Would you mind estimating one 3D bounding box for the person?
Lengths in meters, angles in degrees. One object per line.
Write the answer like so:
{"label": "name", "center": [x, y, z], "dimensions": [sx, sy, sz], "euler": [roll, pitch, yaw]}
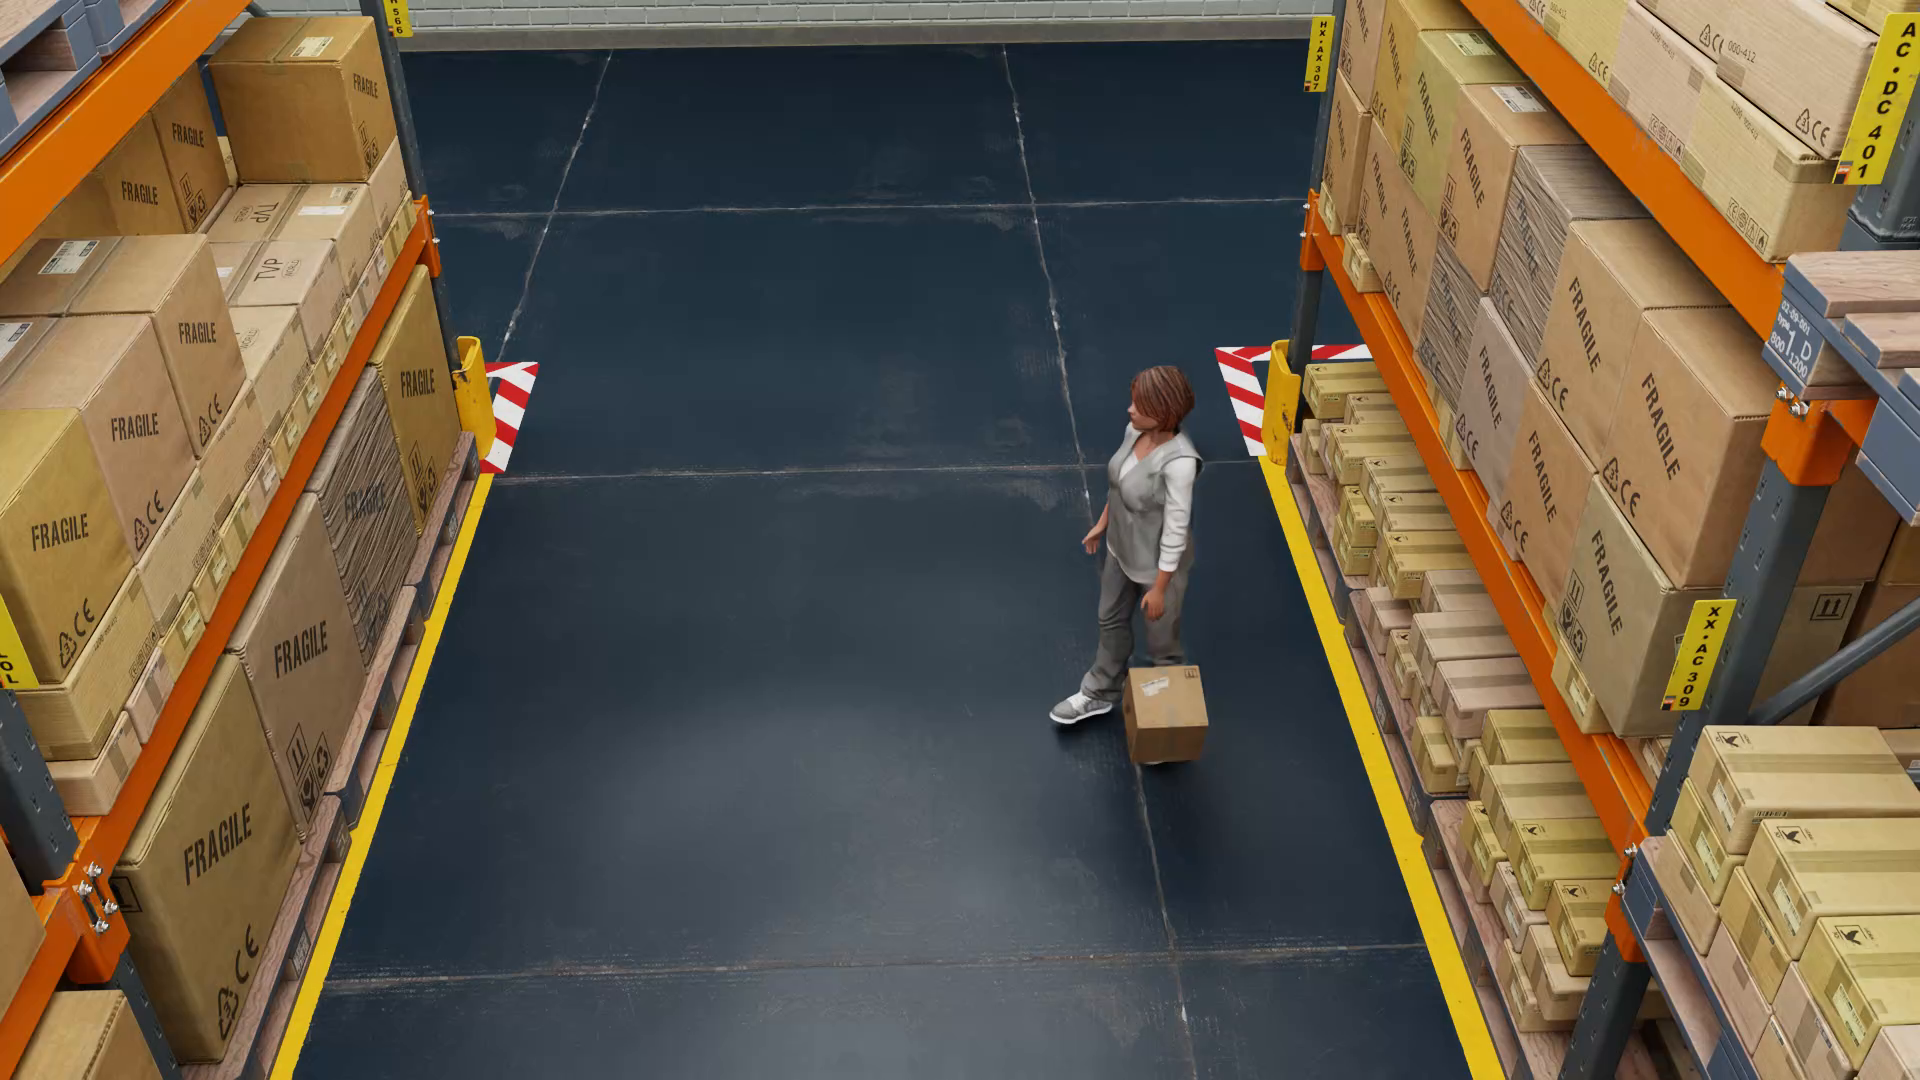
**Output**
{"label": "person", "center": [0.620, 0.088, 5.993], "dimensions": [0.490, 1.603, 0.487], "euler": [-13, 38, -17]}
